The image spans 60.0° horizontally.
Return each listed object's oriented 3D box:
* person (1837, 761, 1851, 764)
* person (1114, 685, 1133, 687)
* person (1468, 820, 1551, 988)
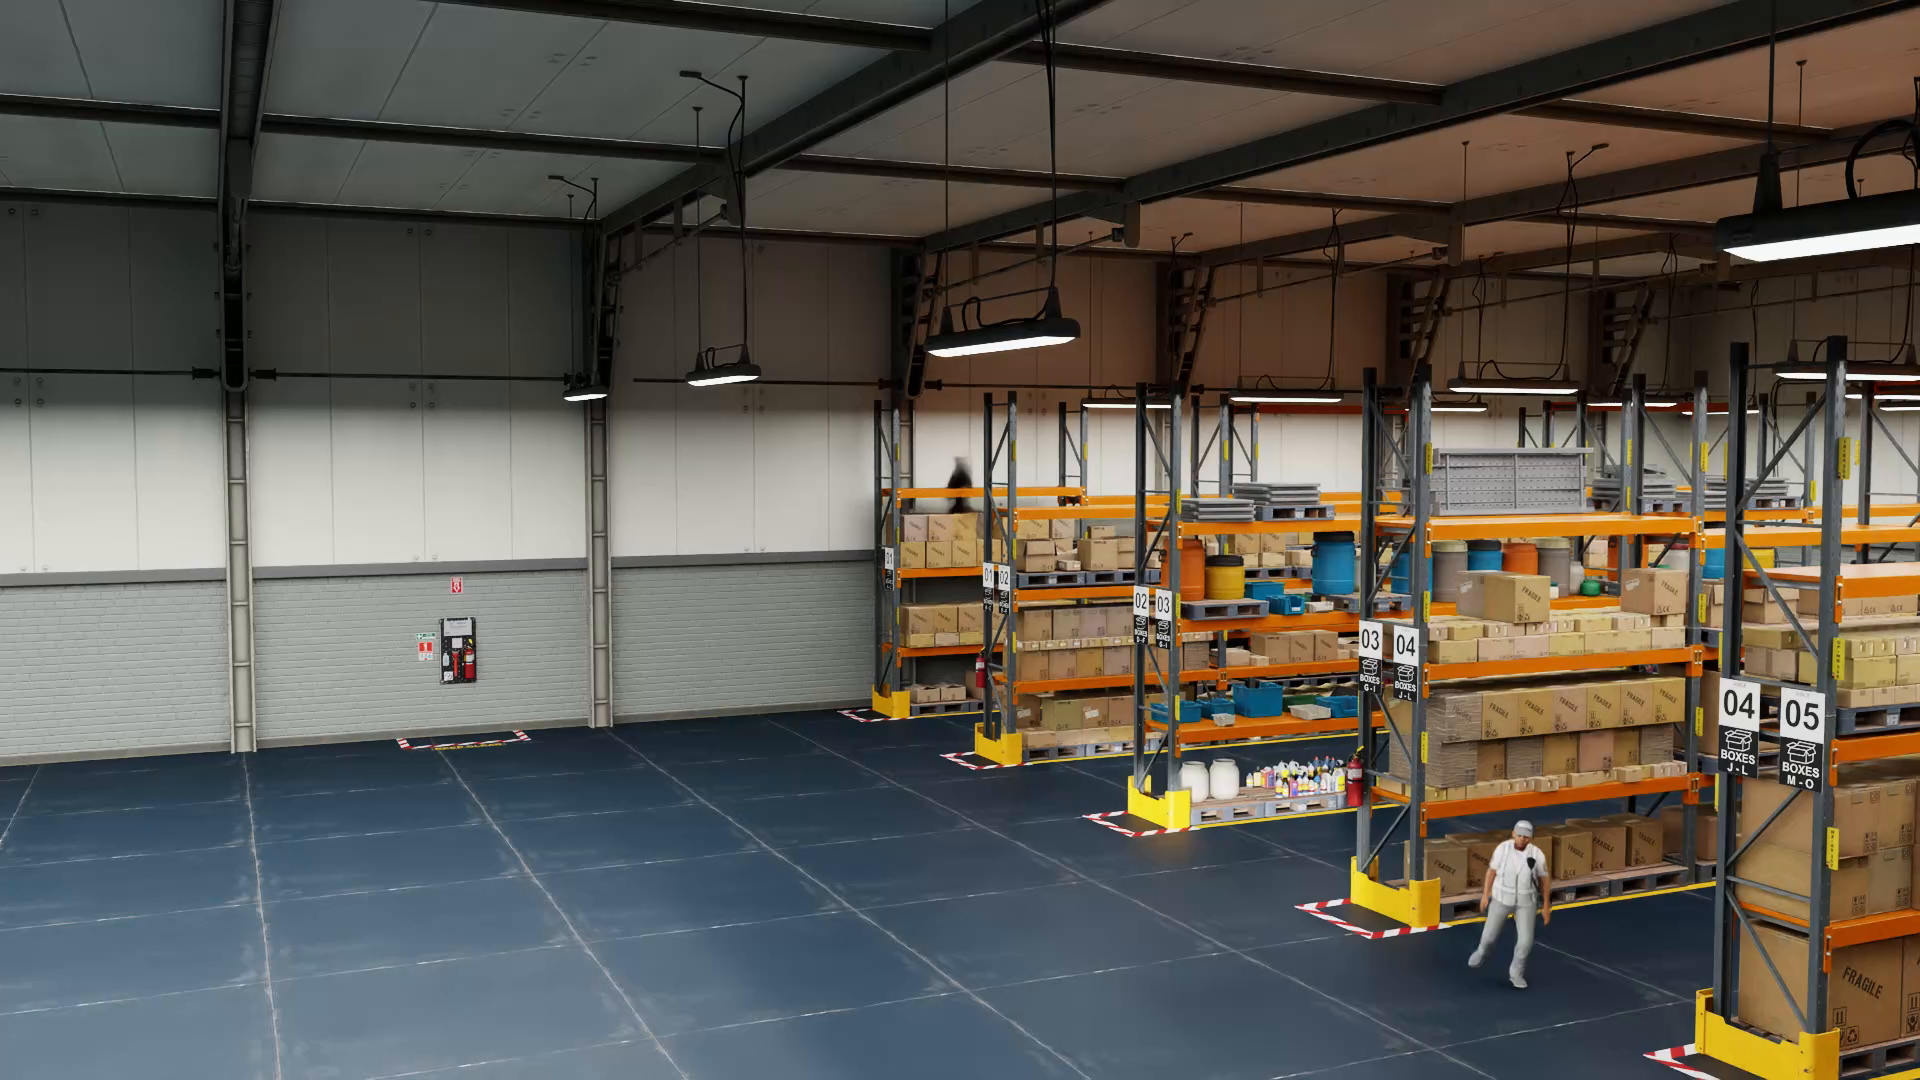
[{"bbox_3d":[10.052,3.186,18.906,0.718,1.741,0.749,-2,4,-26],"label":"person"},{"bbox_3d":[3.243,2.468,31.412,0.736,1.705,0.694,-1,4,-22],"label":"person"},{"bbox_3d":[5.257,3.437,15.910,0.712,1.603,0.655,1,3,14],"label":"person"}]
